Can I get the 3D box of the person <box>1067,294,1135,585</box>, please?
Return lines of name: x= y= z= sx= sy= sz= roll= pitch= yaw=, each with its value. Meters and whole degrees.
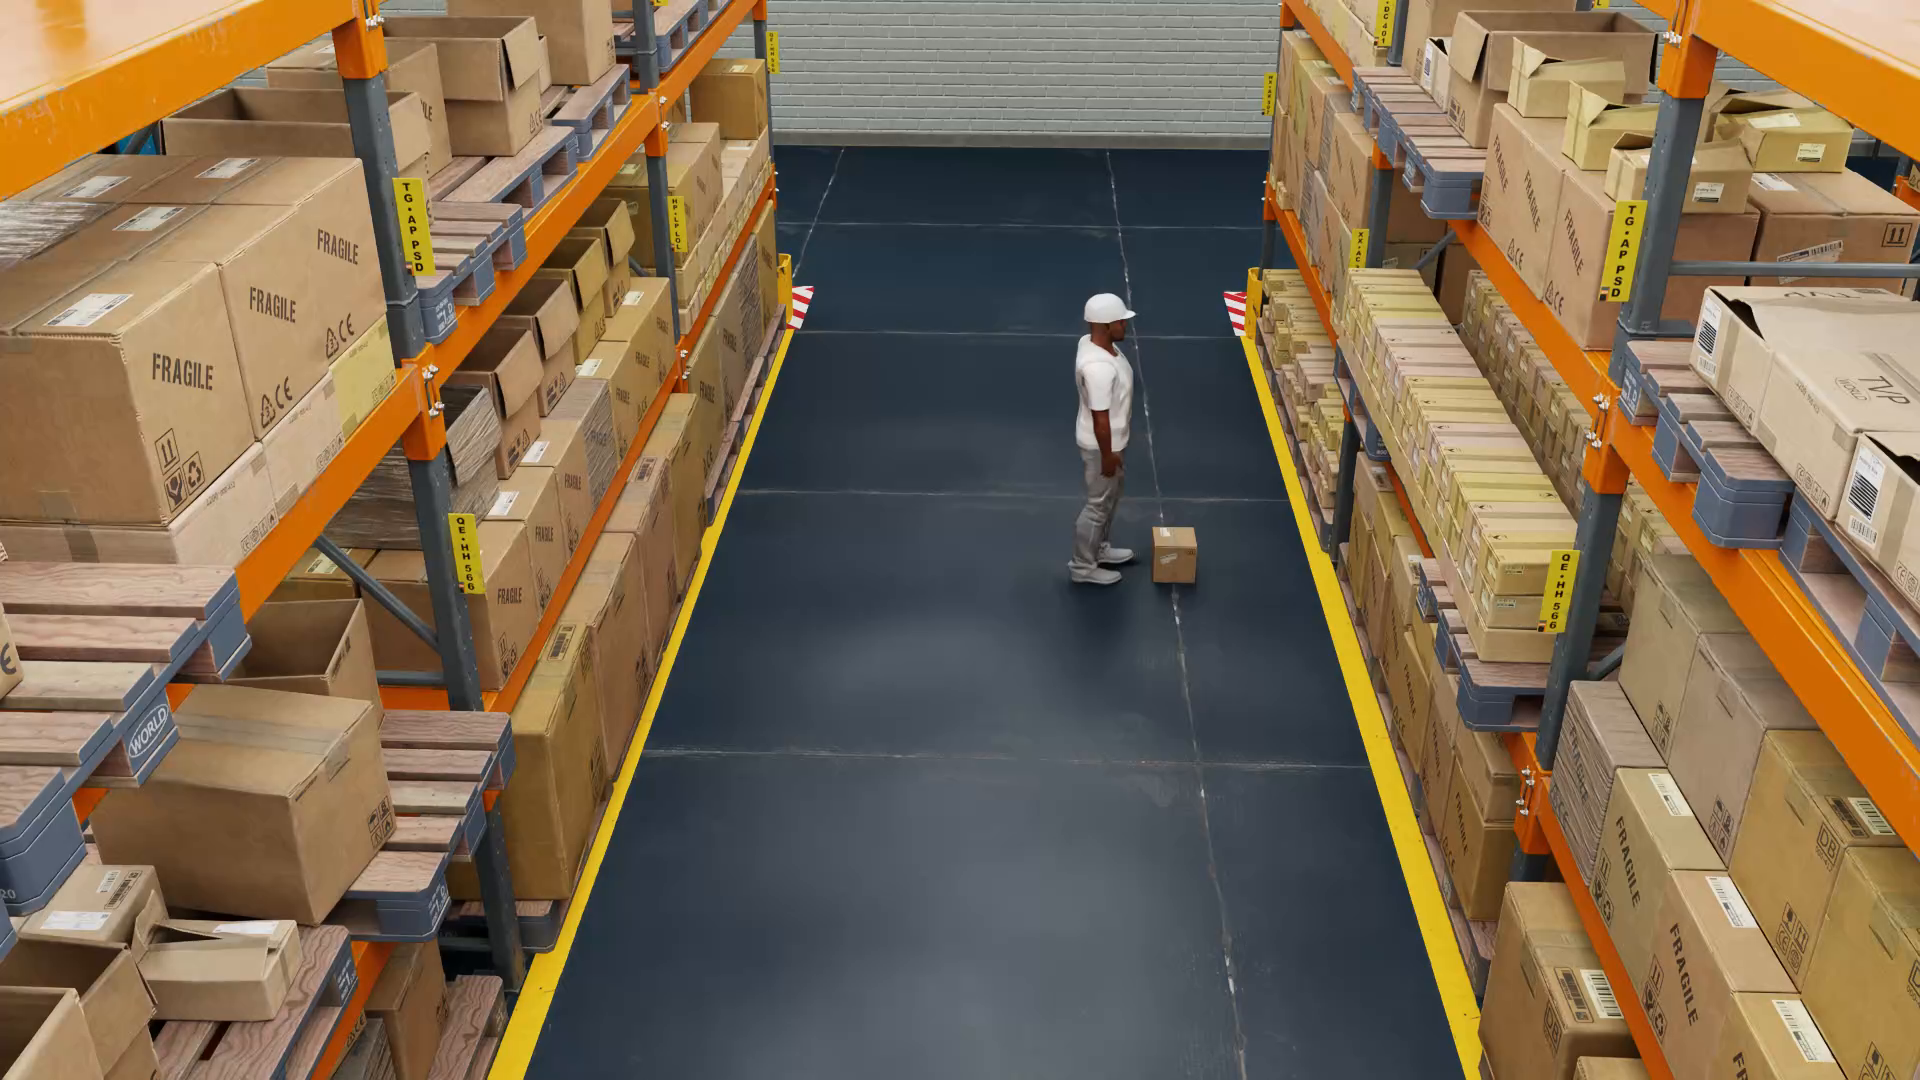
person: x=0.856 y=-0.590 z=9.722 sx=0.411 sy=1.764 sz=0.565 roll=2 pitch=28 yaw=3
